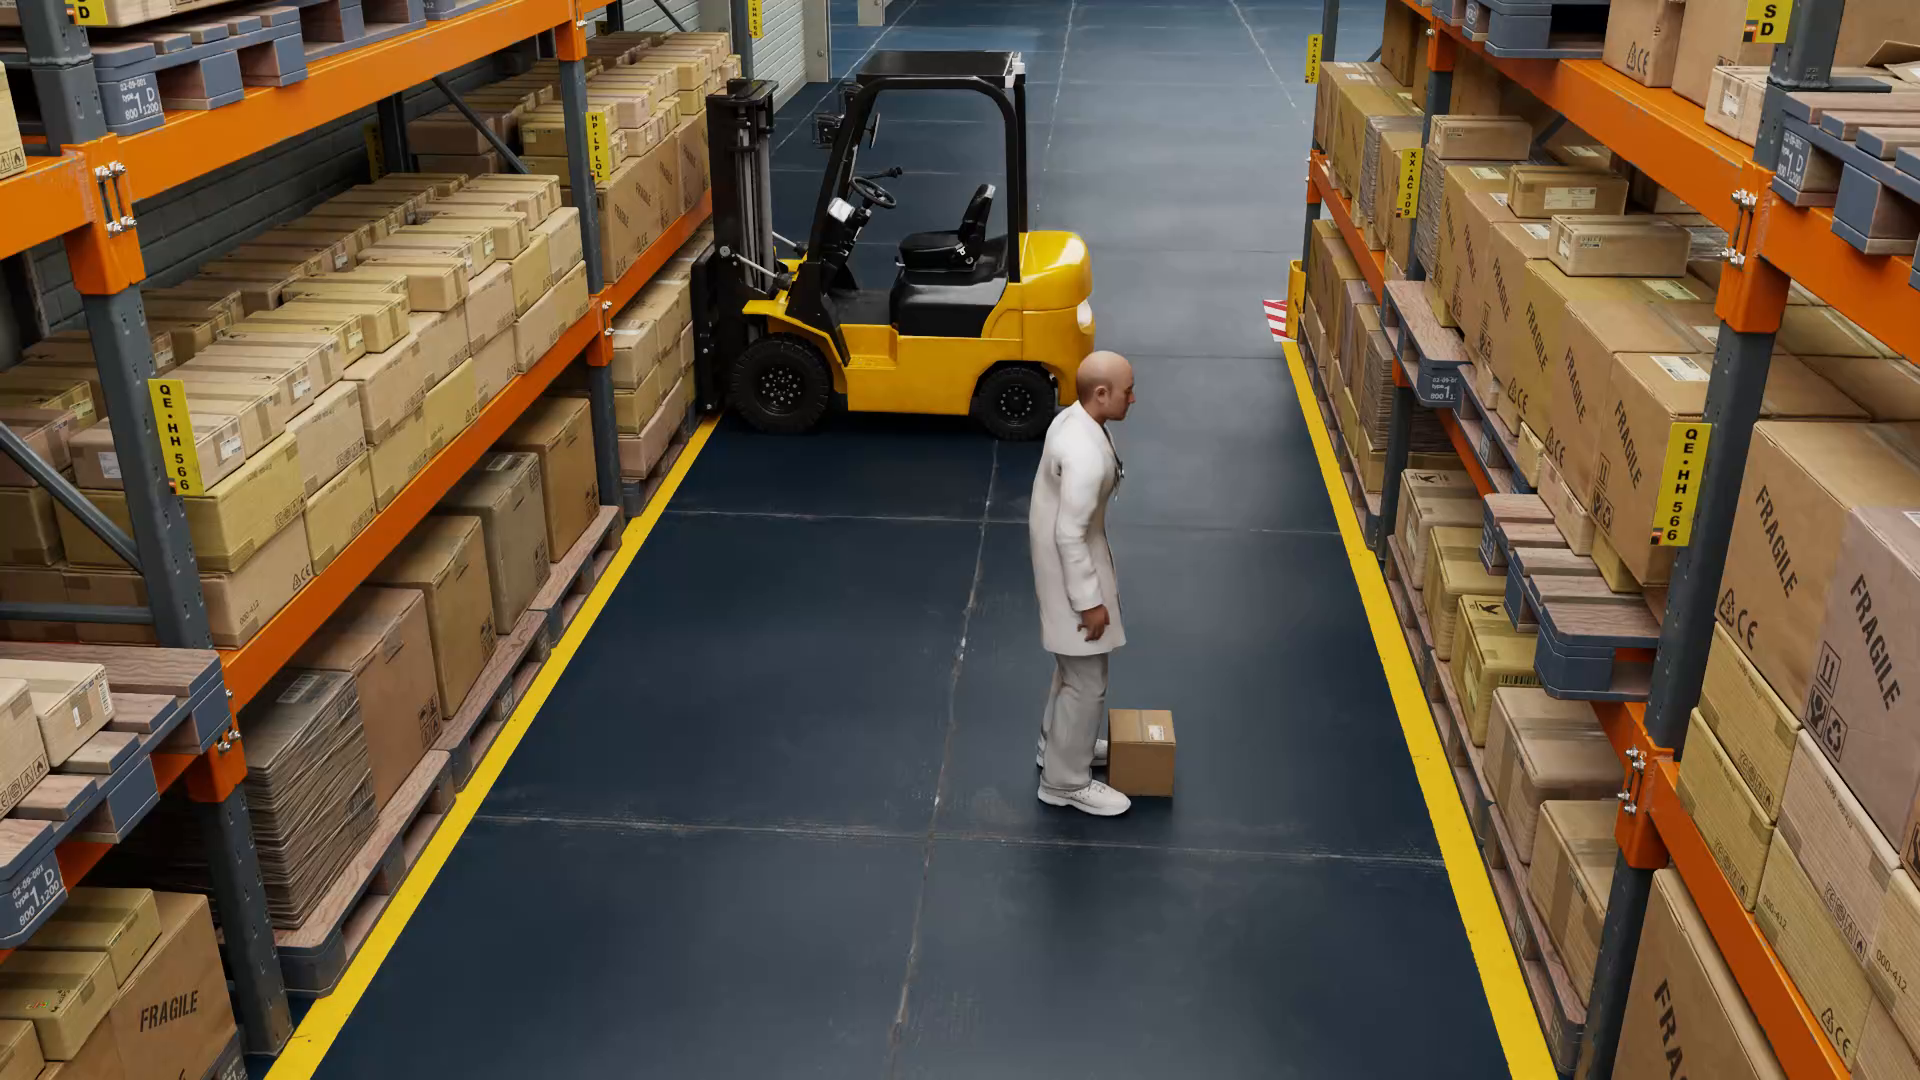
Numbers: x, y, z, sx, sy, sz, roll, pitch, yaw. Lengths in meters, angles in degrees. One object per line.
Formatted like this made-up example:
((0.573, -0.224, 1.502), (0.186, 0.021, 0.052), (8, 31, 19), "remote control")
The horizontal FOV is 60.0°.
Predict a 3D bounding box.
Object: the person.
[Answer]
((0.467, 0.143, 6.304), (0.417, 1.774, 0.643), (2, 24, 4), "person")
